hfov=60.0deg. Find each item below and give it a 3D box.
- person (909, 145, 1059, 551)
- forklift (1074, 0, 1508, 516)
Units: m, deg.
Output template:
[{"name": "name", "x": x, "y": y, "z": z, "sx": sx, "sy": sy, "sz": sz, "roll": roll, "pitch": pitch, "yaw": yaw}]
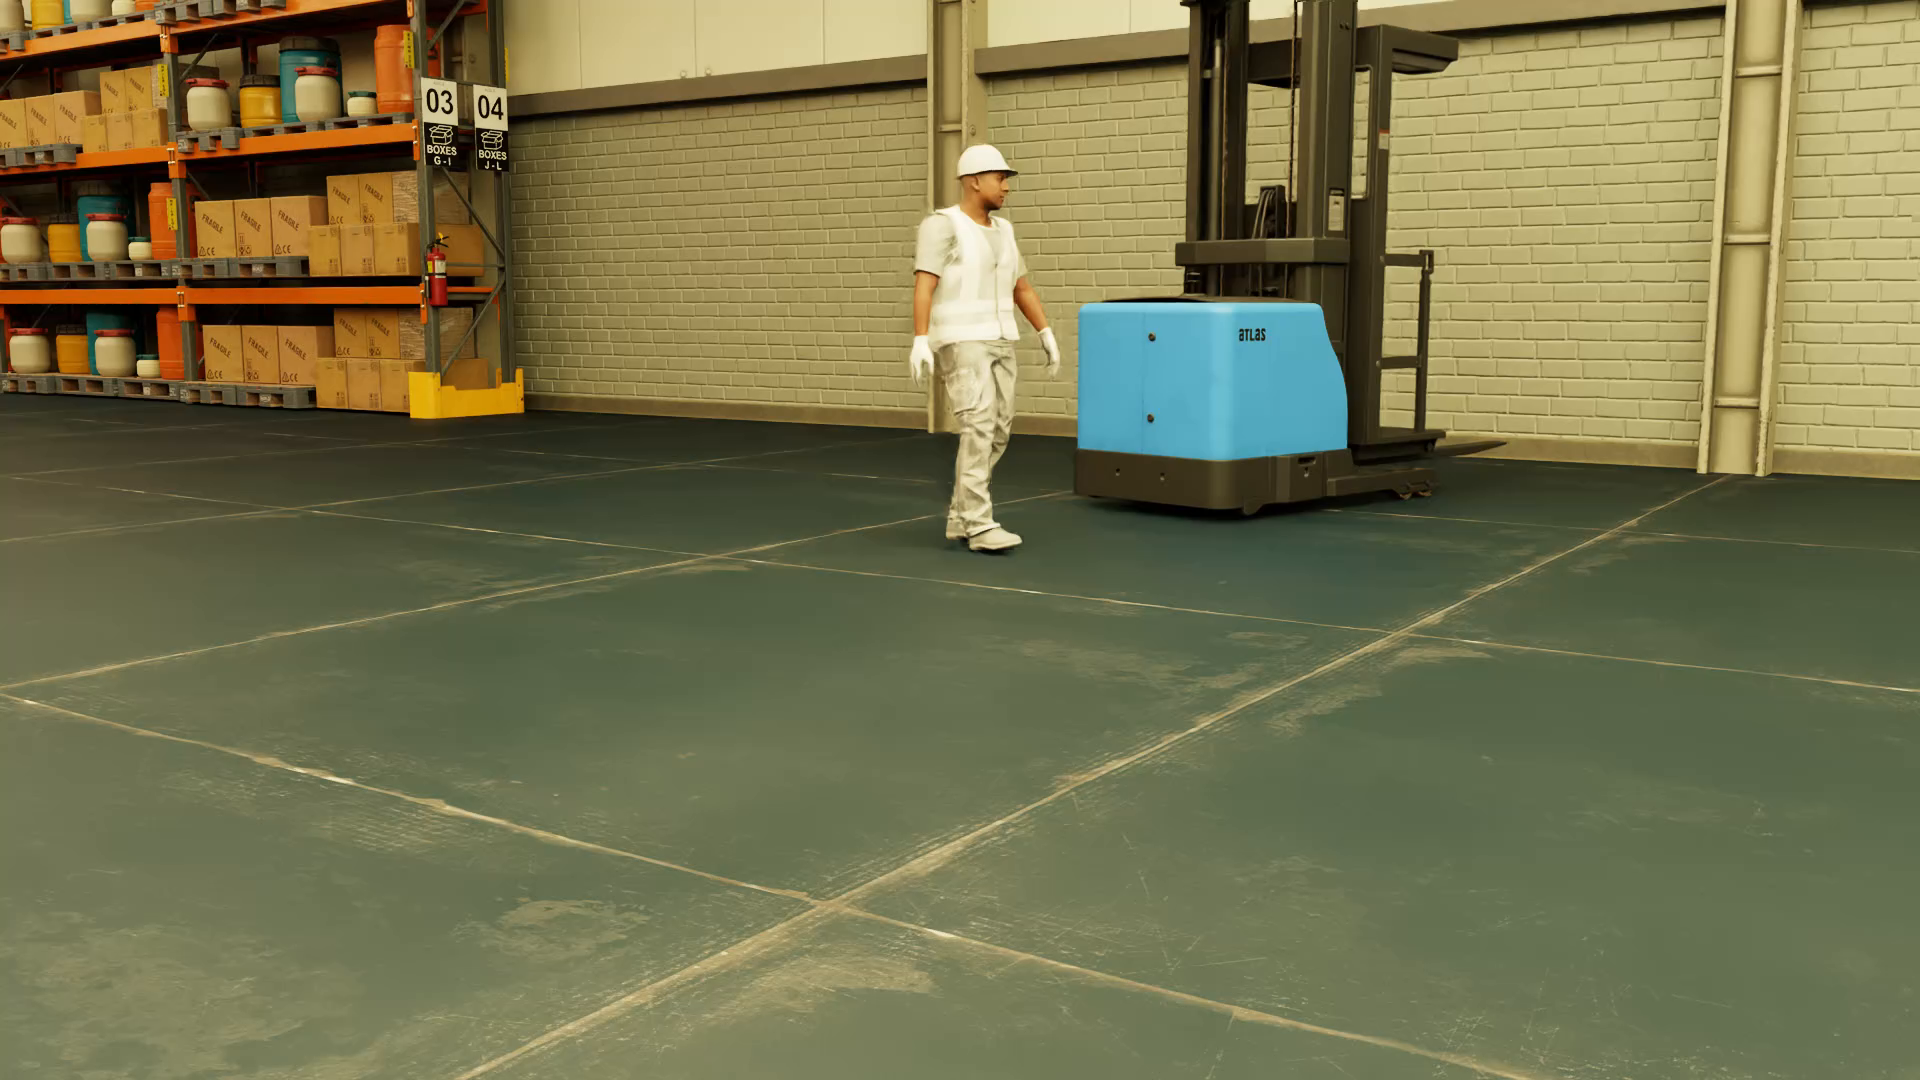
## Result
[{"name": "person", "x": 0.162, "y": -0.848, "z": 7.344, "sx": 0.610, "sy": 1.771, "sz": 0.721, "roll": 7, "pitch": 11, "yaw": 40}, {"name": "forklift", "x": 2.034, "y": -1.722, "z": 9.299, "sx": 3.031, "sy": 2.935, "sz": 1.130, "roll": -7, "pitch": 11, "yaw": -42}]
